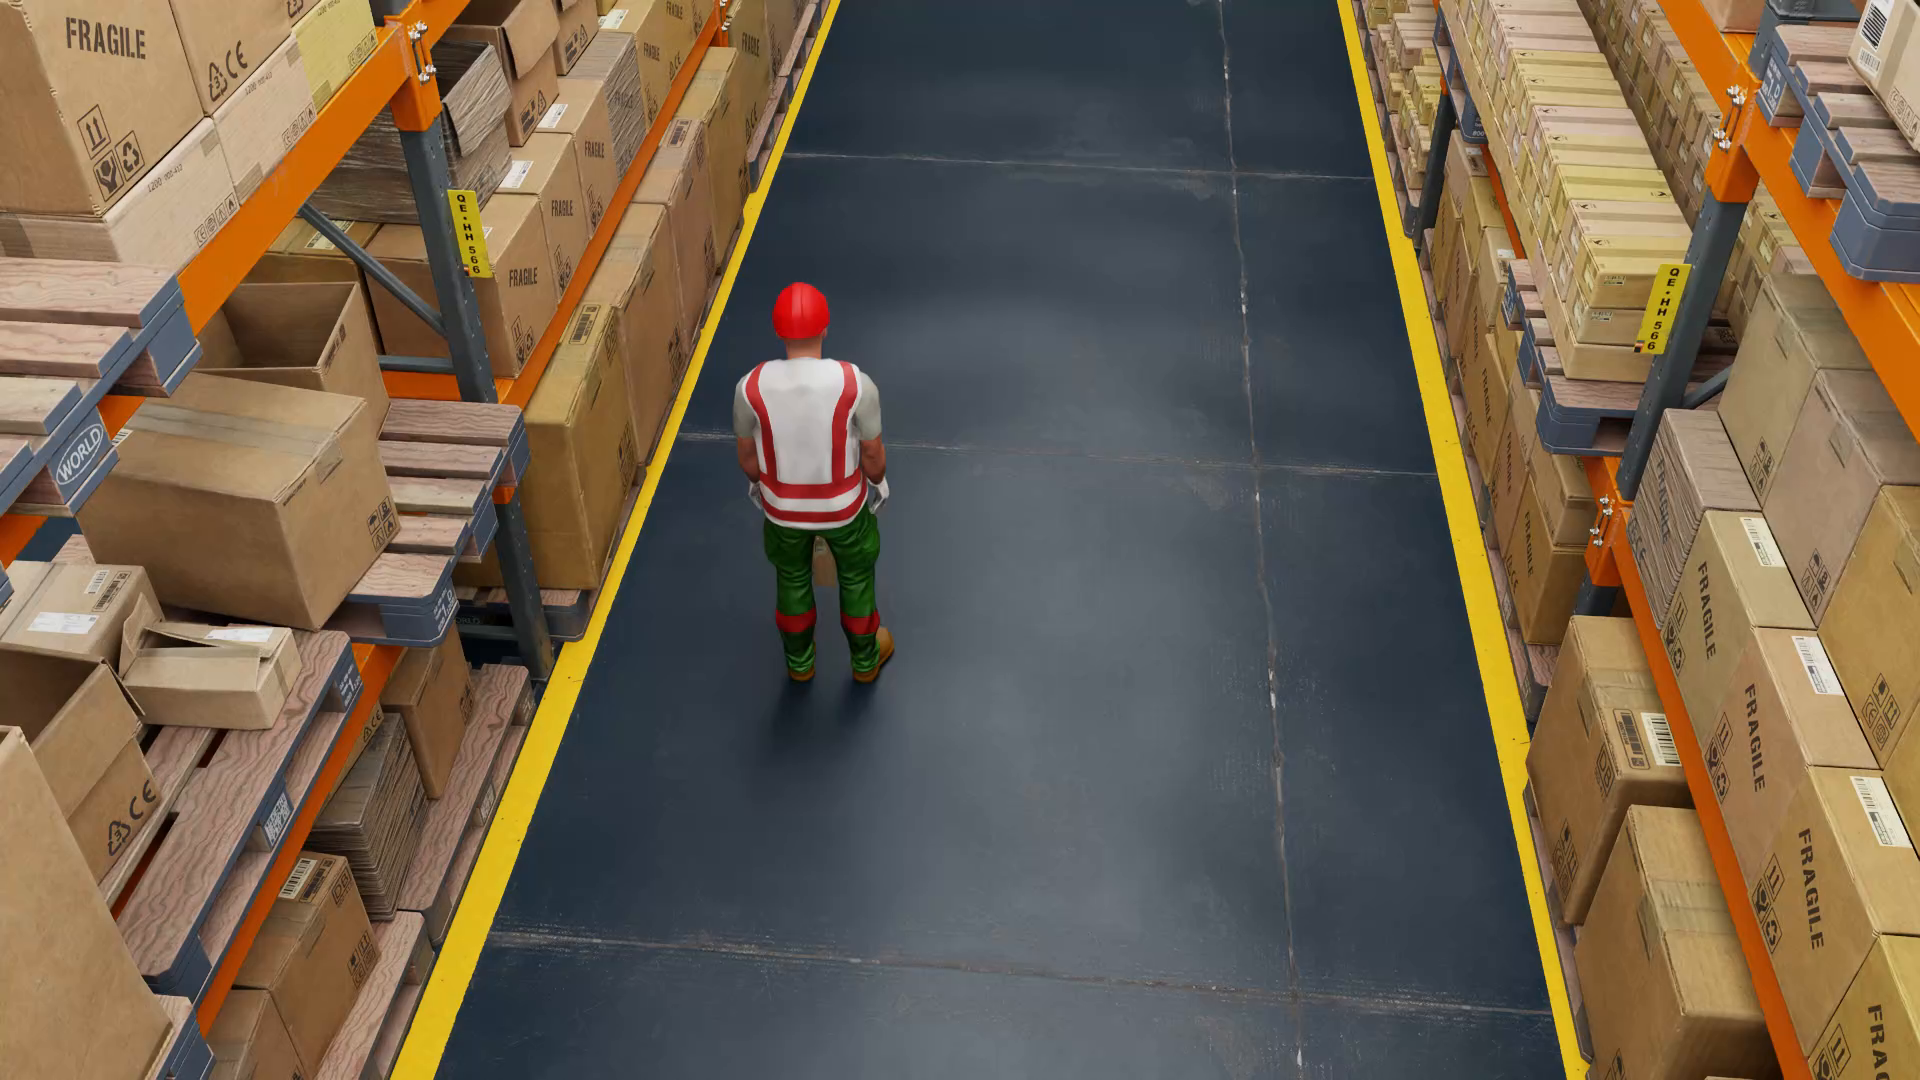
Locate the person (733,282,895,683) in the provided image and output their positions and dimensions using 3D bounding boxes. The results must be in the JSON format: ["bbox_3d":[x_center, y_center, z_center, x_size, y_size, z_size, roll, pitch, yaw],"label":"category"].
[{"bbox_3d":[-0.551,-0.167,6.341,0.555,1.784,0.422,2,40,2],"label":"person"}]
